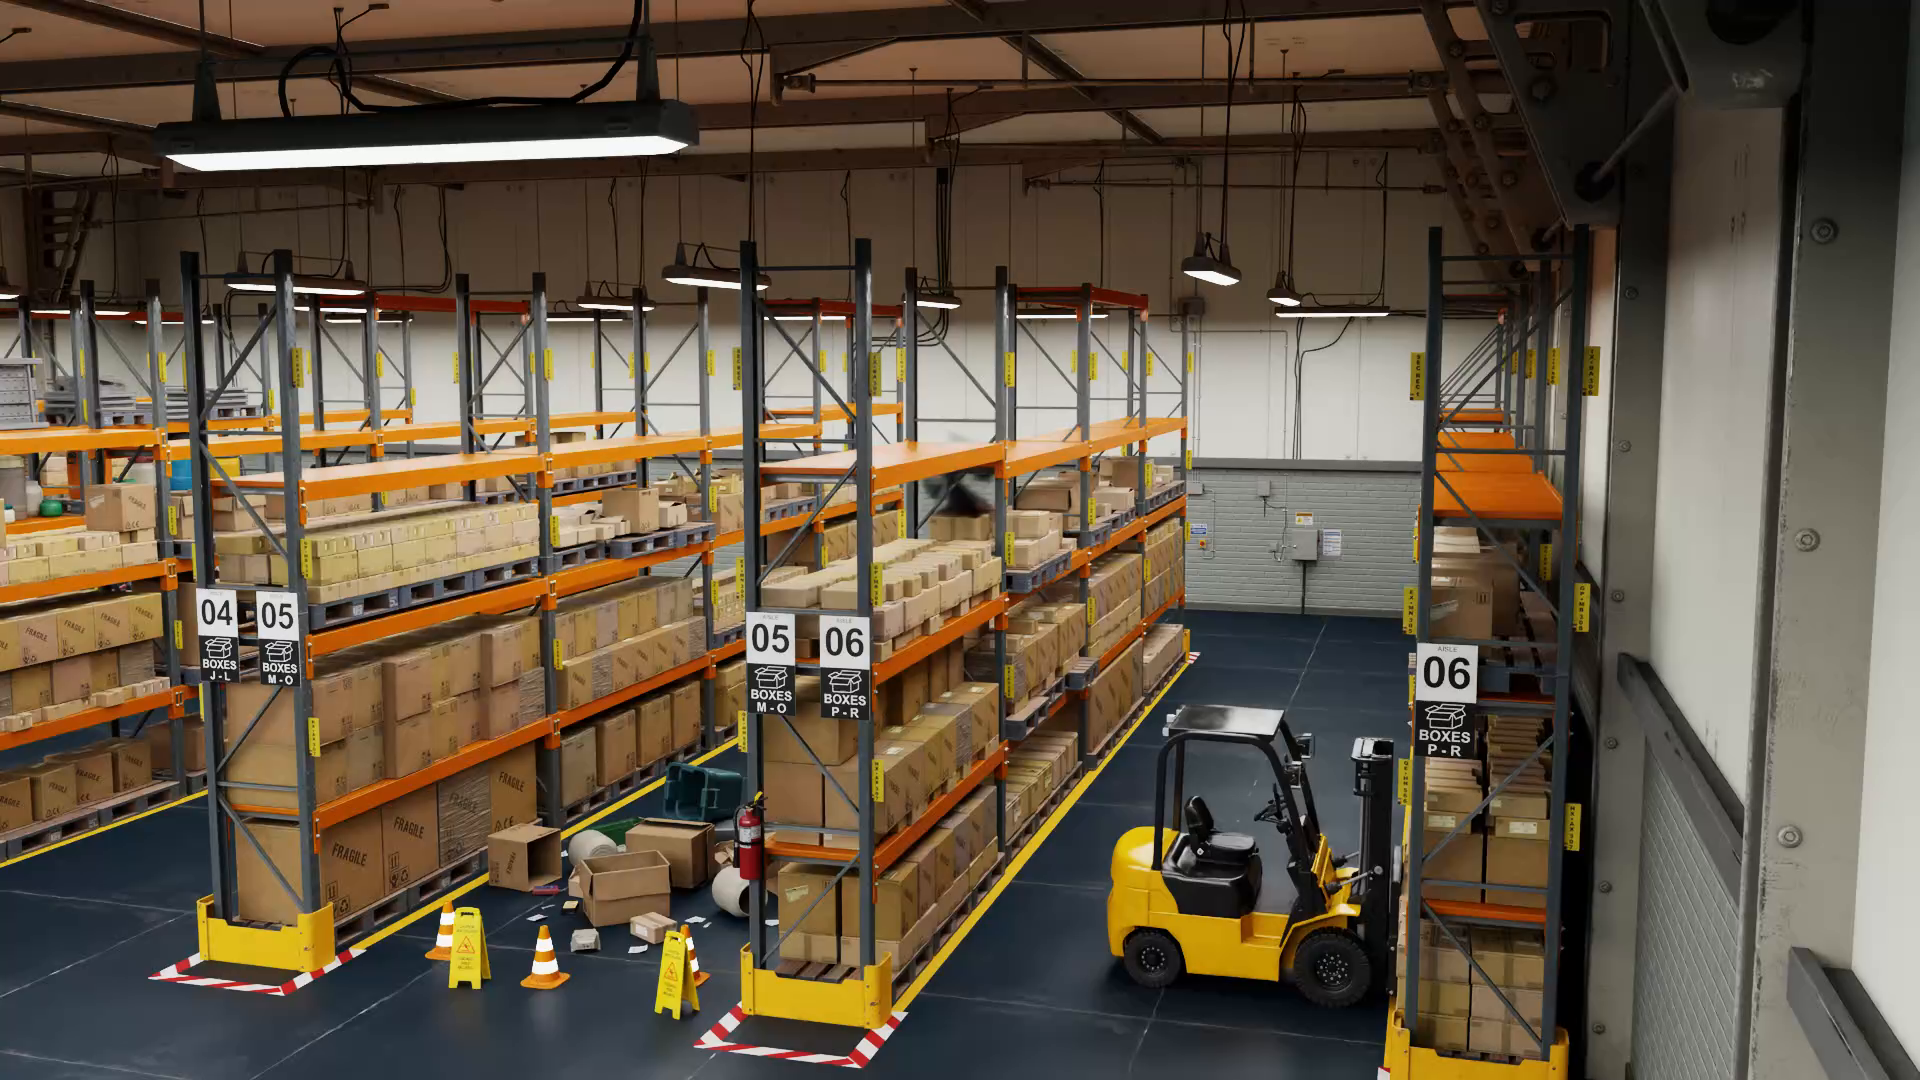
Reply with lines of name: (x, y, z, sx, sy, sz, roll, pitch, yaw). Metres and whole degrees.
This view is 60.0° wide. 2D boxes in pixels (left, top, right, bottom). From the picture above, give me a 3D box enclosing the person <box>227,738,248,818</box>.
person: (-7.207, 2.387, 16.982, 0.653, 1.735, 0.615, 1, 6, 7)
